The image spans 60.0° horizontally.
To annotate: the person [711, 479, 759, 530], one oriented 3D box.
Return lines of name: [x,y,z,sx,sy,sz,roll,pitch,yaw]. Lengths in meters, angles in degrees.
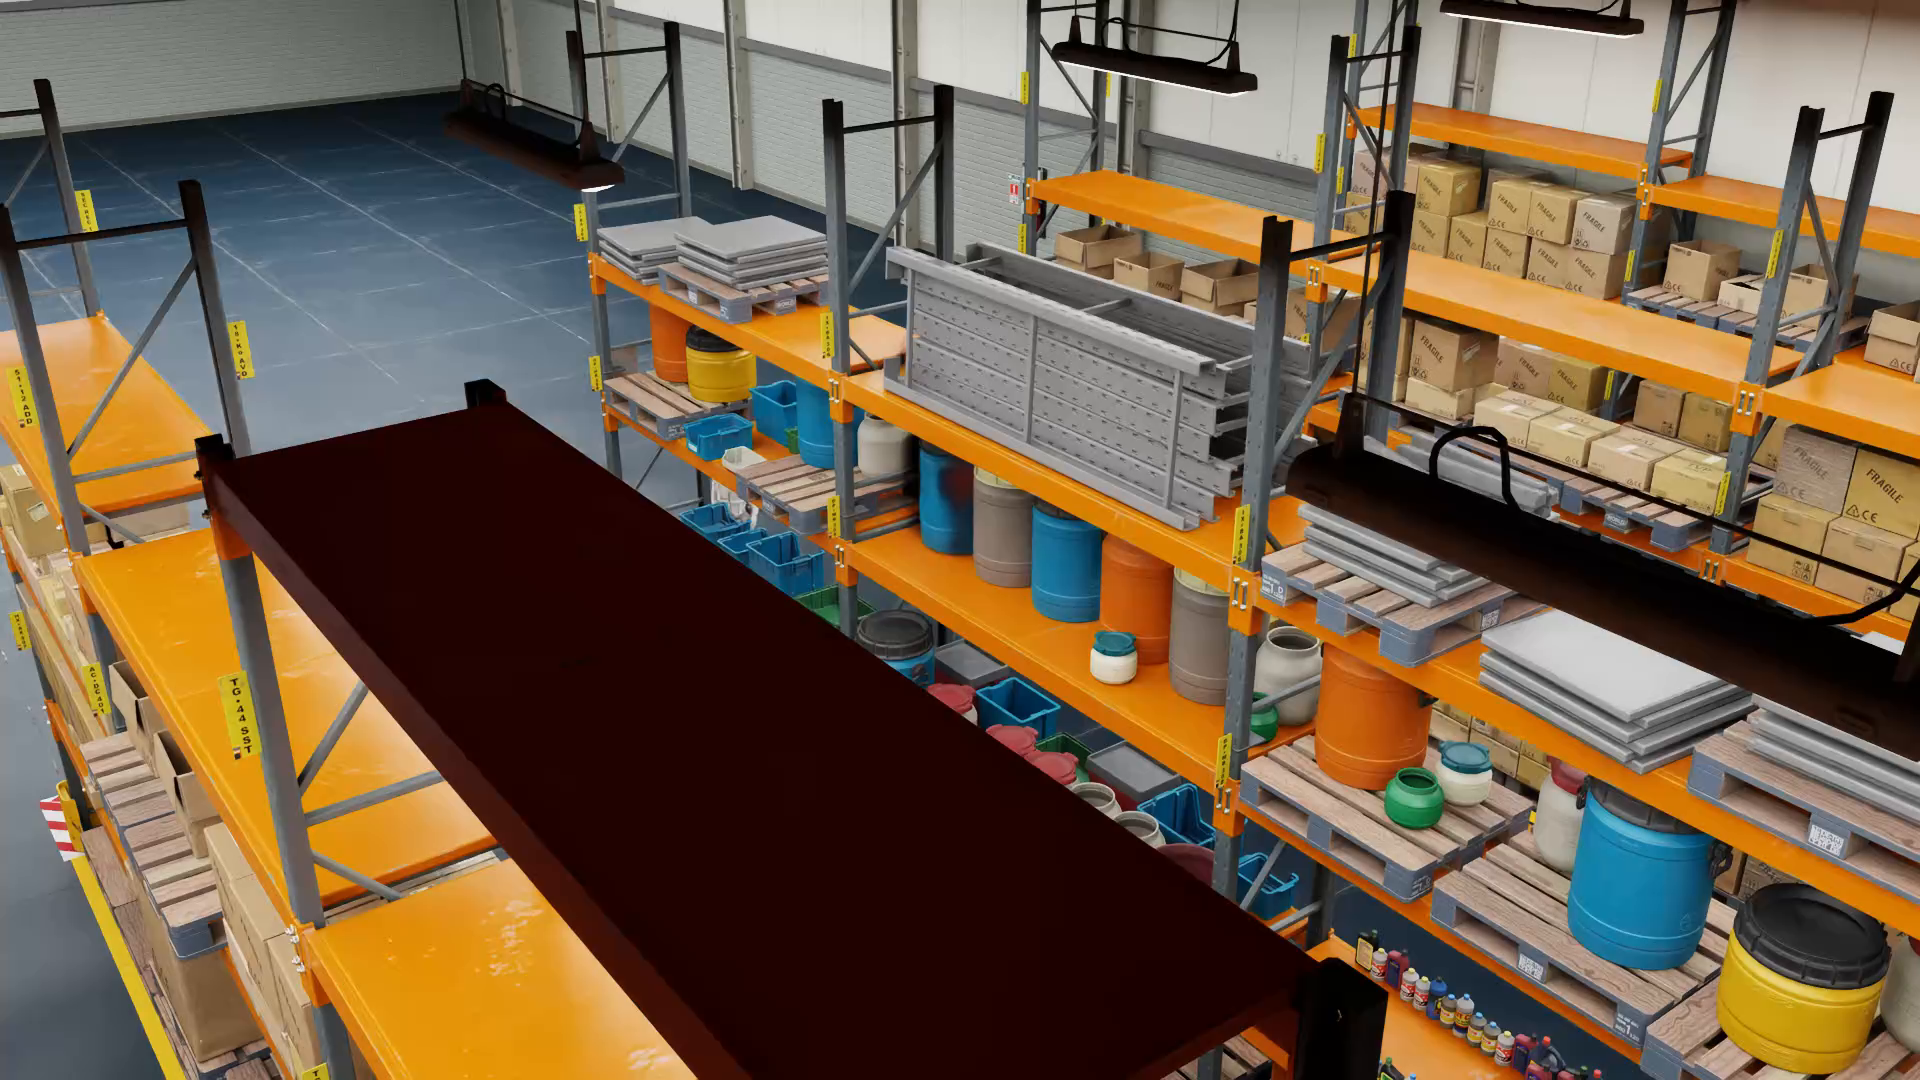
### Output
person: [-2.376,-0.258,17.582,0.557,1.727,0.402,9,26,19]
